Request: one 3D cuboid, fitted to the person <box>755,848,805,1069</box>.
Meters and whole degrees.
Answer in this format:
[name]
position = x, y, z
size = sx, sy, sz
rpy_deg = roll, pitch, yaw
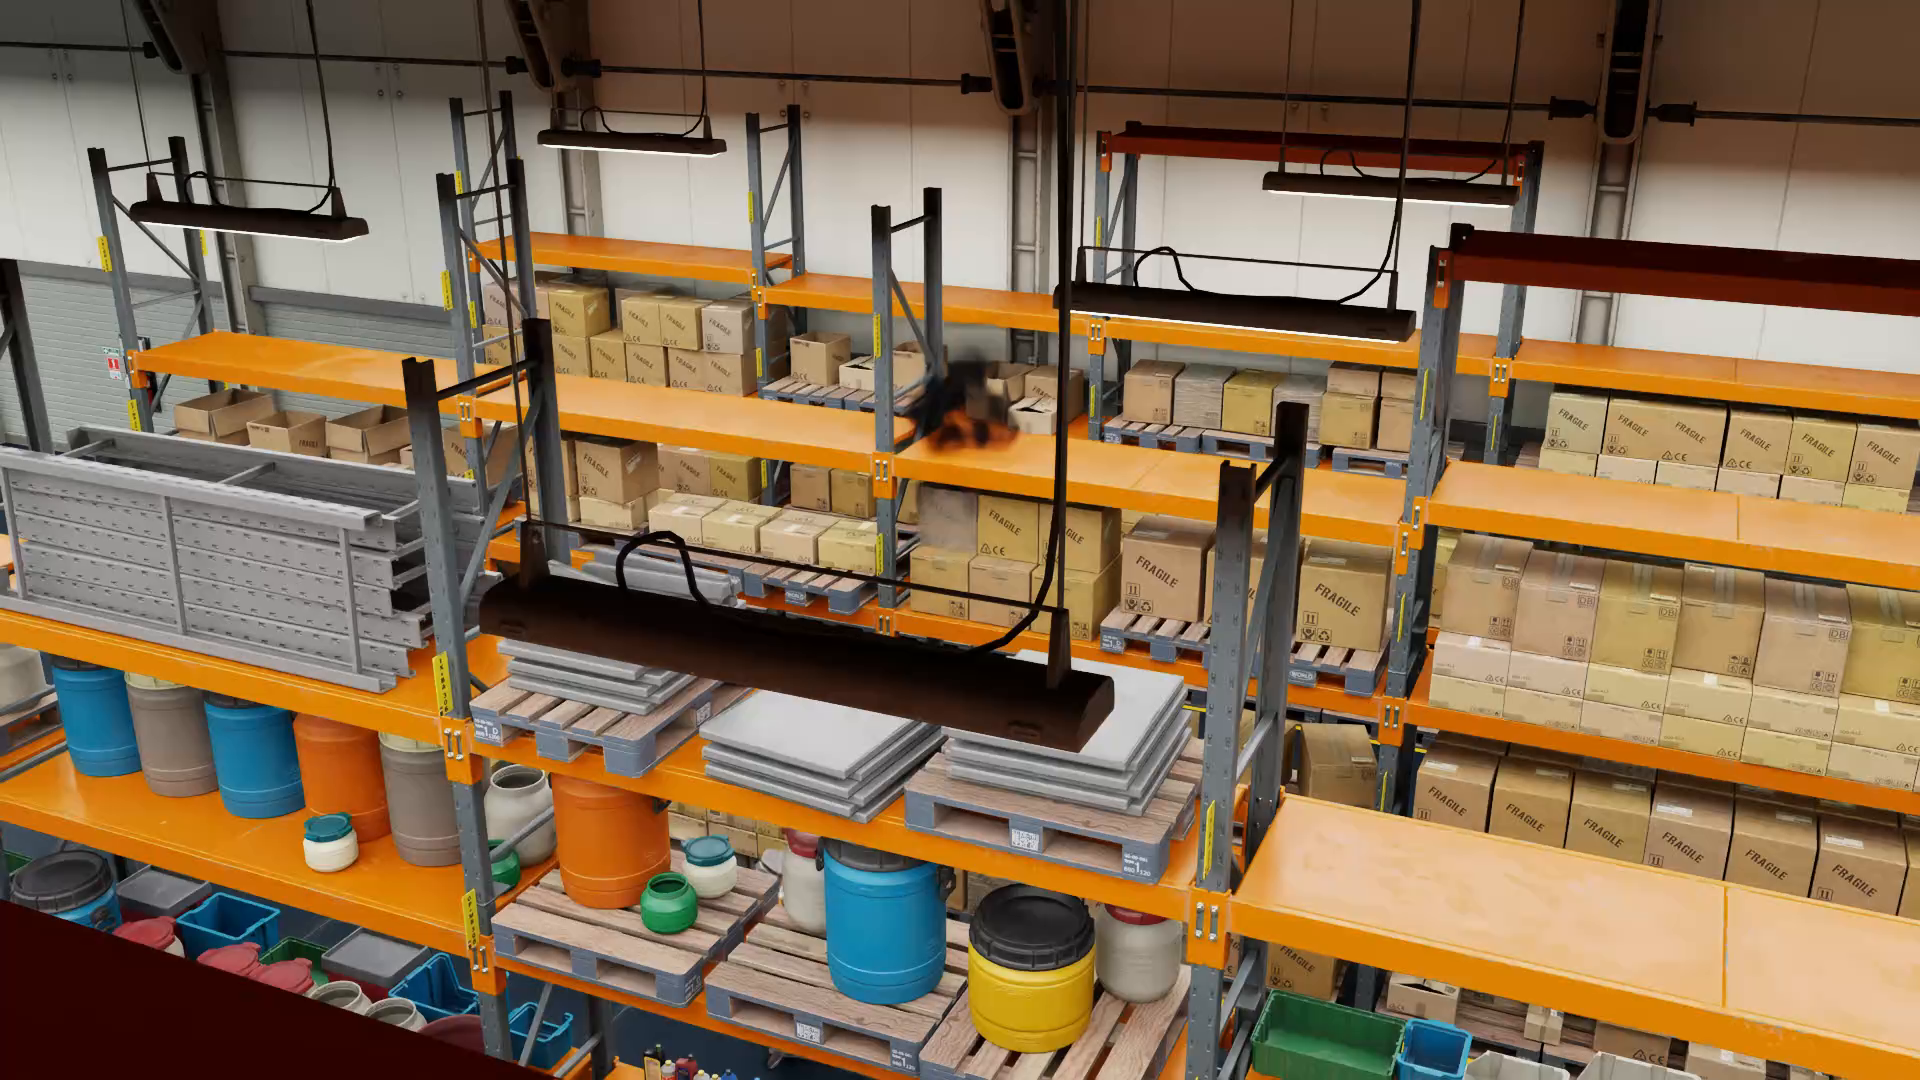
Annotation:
[person]
position = -1.428, 3.037, 12.111
size = 0.645, 1.760, 0.640
rpy_deg = 5, 21, 14
